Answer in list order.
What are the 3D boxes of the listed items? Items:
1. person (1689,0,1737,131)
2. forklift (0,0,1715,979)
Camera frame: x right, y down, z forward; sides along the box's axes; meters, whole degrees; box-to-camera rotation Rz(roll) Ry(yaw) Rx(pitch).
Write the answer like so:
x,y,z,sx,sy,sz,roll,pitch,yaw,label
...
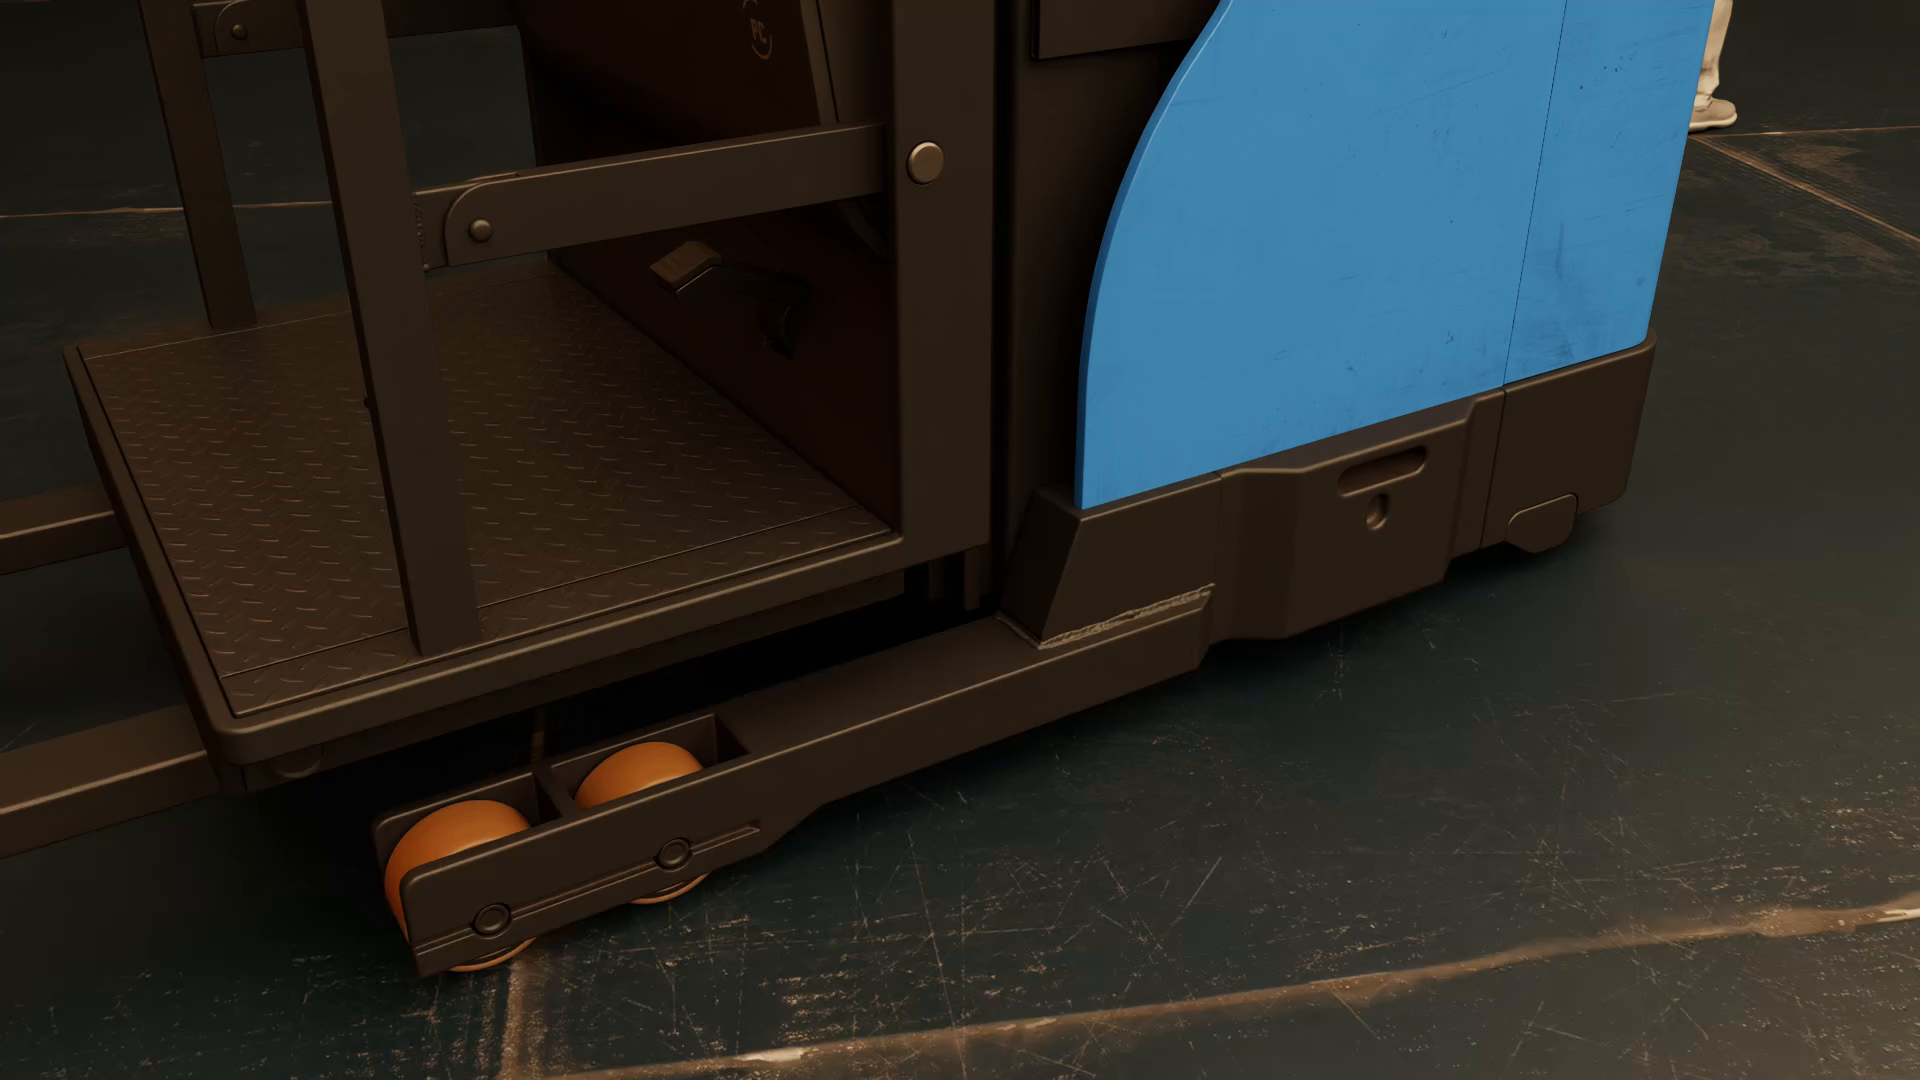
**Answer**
x,y,z,sx,sy,sz,roll,pitch,yaw,label
1.942,-1.943,4.394,0.530,1.664,0.371,19,34,32,person
-0.516,-1.144,1.529,3.031,2.935,1.130,-16,32,-28,forklift
